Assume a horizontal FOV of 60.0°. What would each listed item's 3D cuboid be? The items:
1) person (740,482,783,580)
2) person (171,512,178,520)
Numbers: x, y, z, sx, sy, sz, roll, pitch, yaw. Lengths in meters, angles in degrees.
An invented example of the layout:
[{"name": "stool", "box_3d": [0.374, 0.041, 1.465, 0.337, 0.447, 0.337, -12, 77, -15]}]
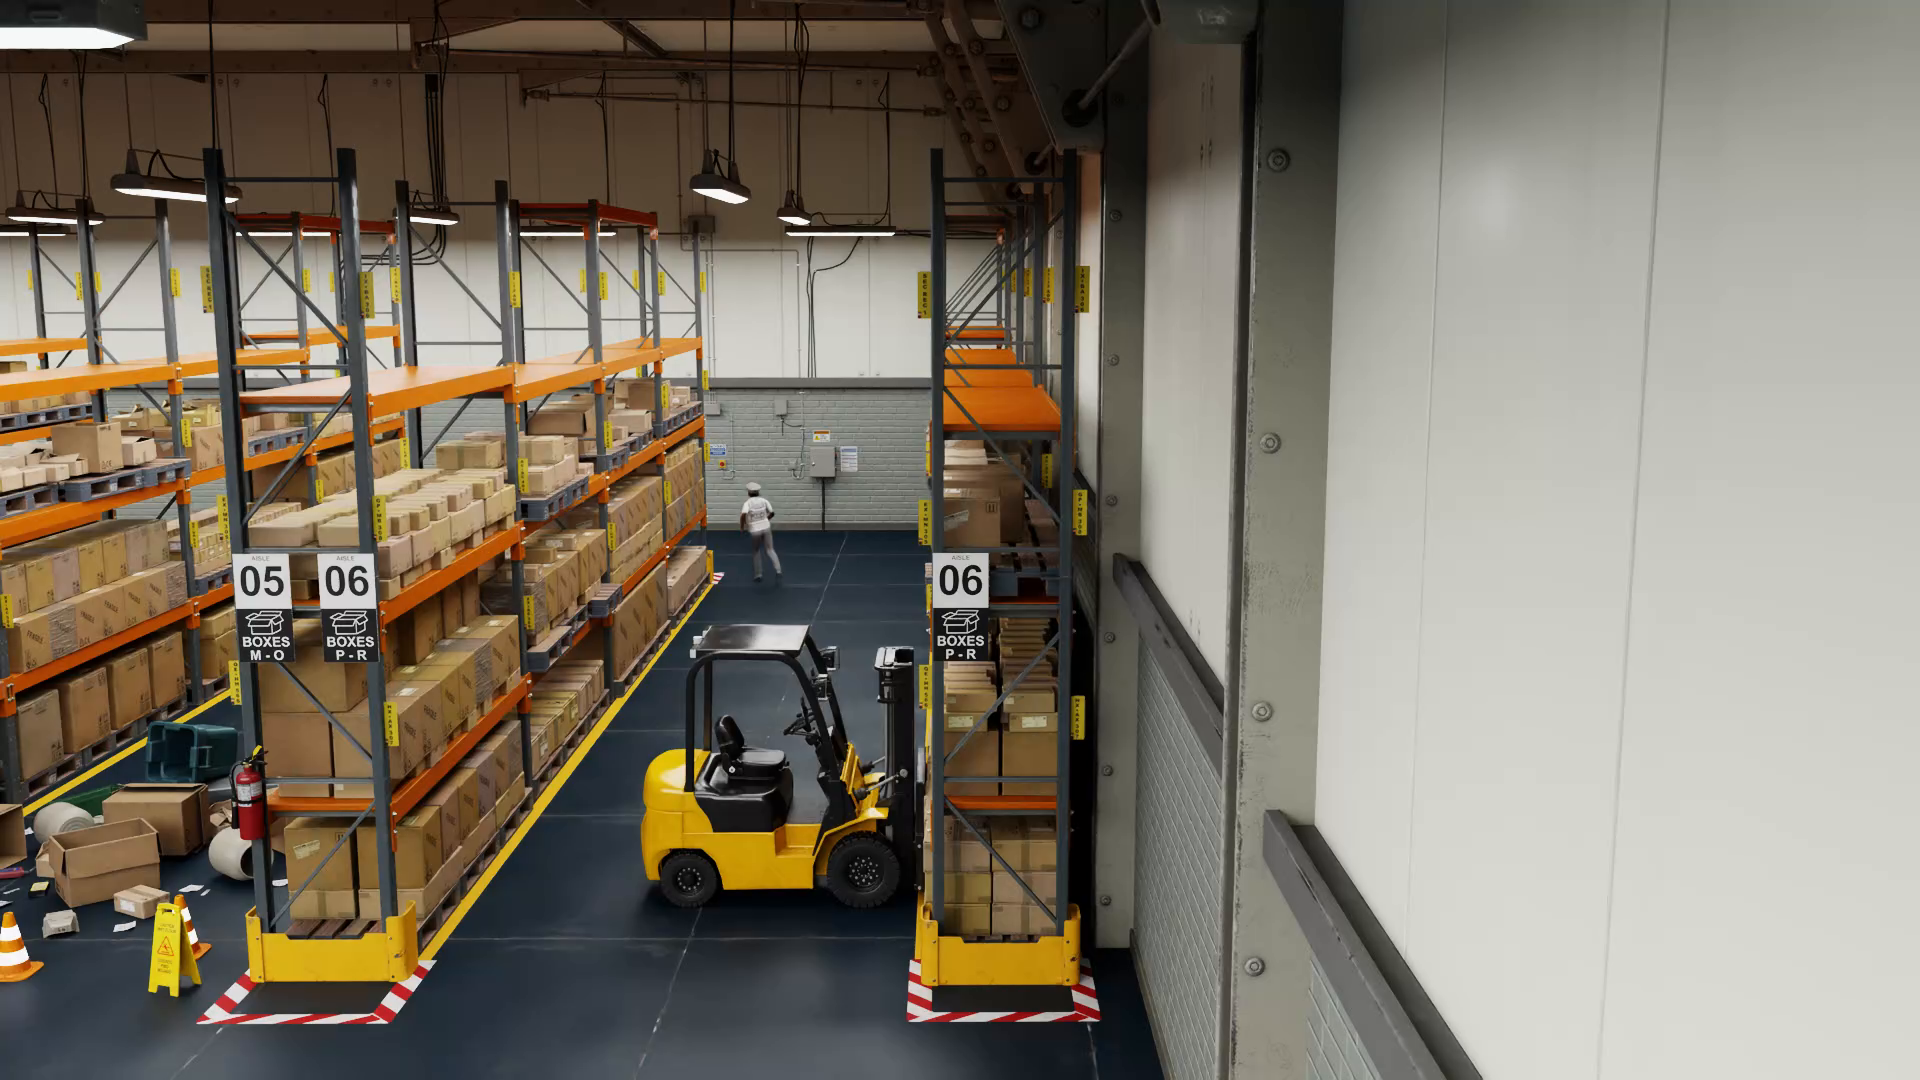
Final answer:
[{"name": "person", "box_3d": [-3.398, -0.119, 27.903, 0.666, 1.691, 0.870, -4, 10, -24]}, {"name": "person", "box_3d": [-11.263, 0.476, 24.230, 0.625, 1.810, 0.794, 0, 9, -1]}]
